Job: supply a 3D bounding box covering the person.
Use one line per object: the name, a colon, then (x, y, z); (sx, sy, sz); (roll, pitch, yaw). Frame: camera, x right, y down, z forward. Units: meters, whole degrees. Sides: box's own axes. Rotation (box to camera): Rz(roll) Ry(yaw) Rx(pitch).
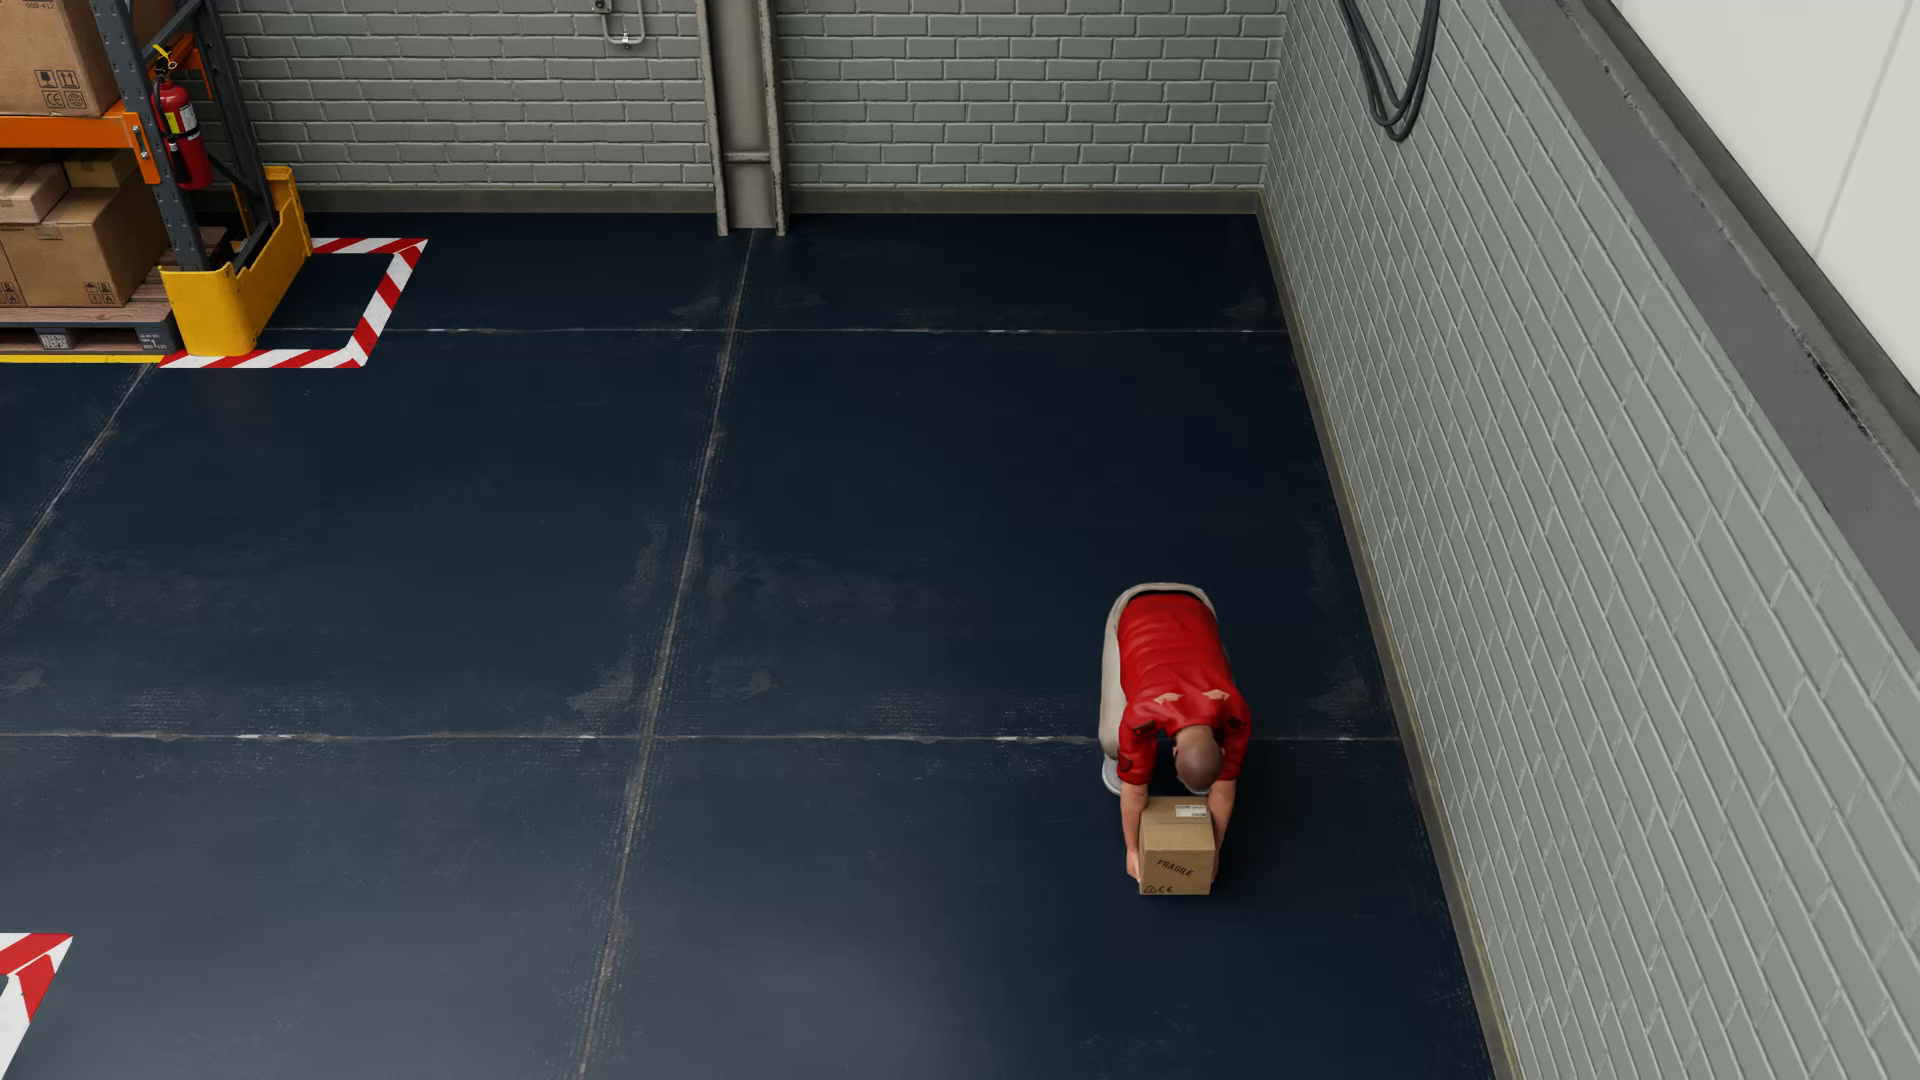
person: (0.777, 0.706, 6.041); (0.540, 0.836, 0.889); (-1, 39, -2)
